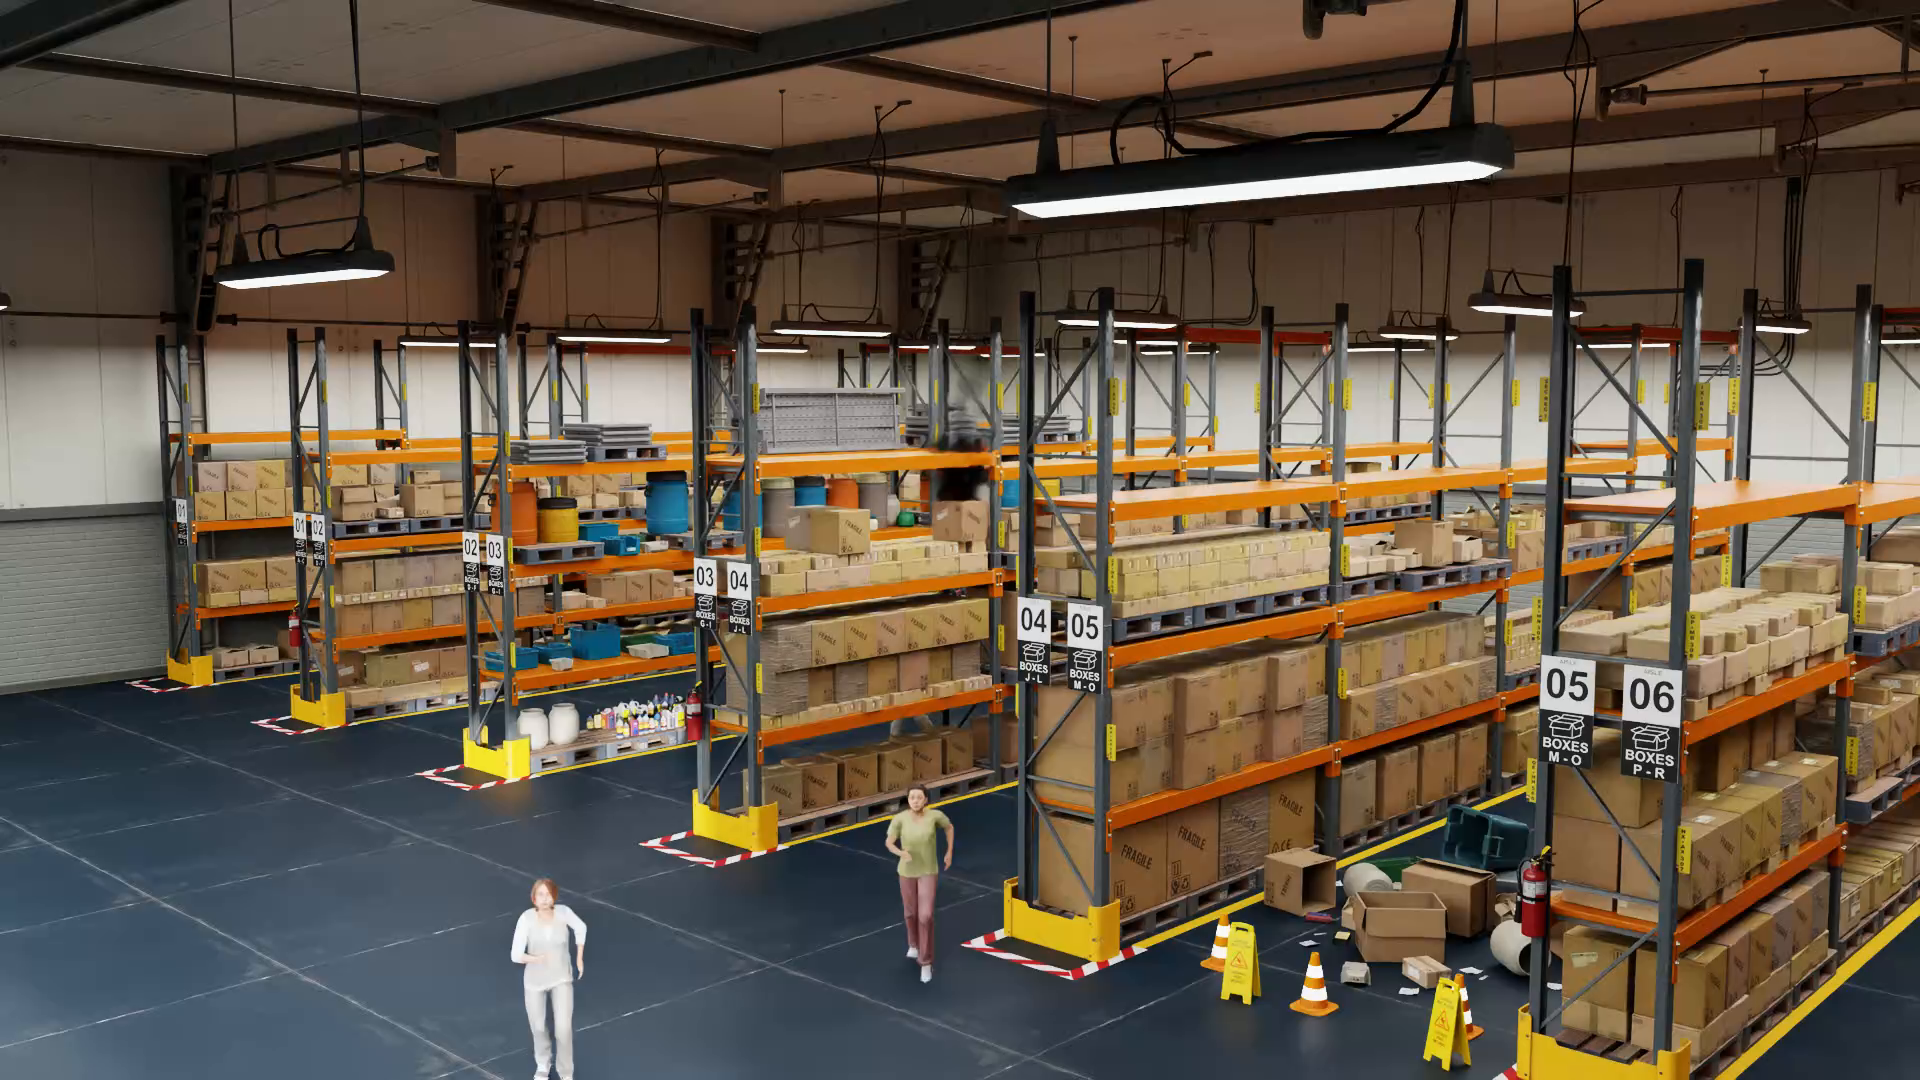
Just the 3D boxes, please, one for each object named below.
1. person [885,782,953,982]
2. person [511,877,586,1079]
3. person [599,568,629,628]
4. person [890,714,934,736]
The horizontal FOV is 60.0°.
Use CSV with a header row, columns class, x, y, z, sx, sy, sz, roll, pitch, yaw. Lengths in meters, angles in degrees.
class,x,y,z,sx,sy,sz,roll,pitch,yaw
person,-0.359,2.978,14.626,0.586,1.748,0.731,0,5,4
person,-2.967,3.246,12.032,0.520,1.641,0.698,-1,5,-12
person,-6.687,1.266,32.181,0.667,1.820,0.889,3,6,29
person,-0.677,2.085,22.733,0.695,1.781,1.045,4,7,35
